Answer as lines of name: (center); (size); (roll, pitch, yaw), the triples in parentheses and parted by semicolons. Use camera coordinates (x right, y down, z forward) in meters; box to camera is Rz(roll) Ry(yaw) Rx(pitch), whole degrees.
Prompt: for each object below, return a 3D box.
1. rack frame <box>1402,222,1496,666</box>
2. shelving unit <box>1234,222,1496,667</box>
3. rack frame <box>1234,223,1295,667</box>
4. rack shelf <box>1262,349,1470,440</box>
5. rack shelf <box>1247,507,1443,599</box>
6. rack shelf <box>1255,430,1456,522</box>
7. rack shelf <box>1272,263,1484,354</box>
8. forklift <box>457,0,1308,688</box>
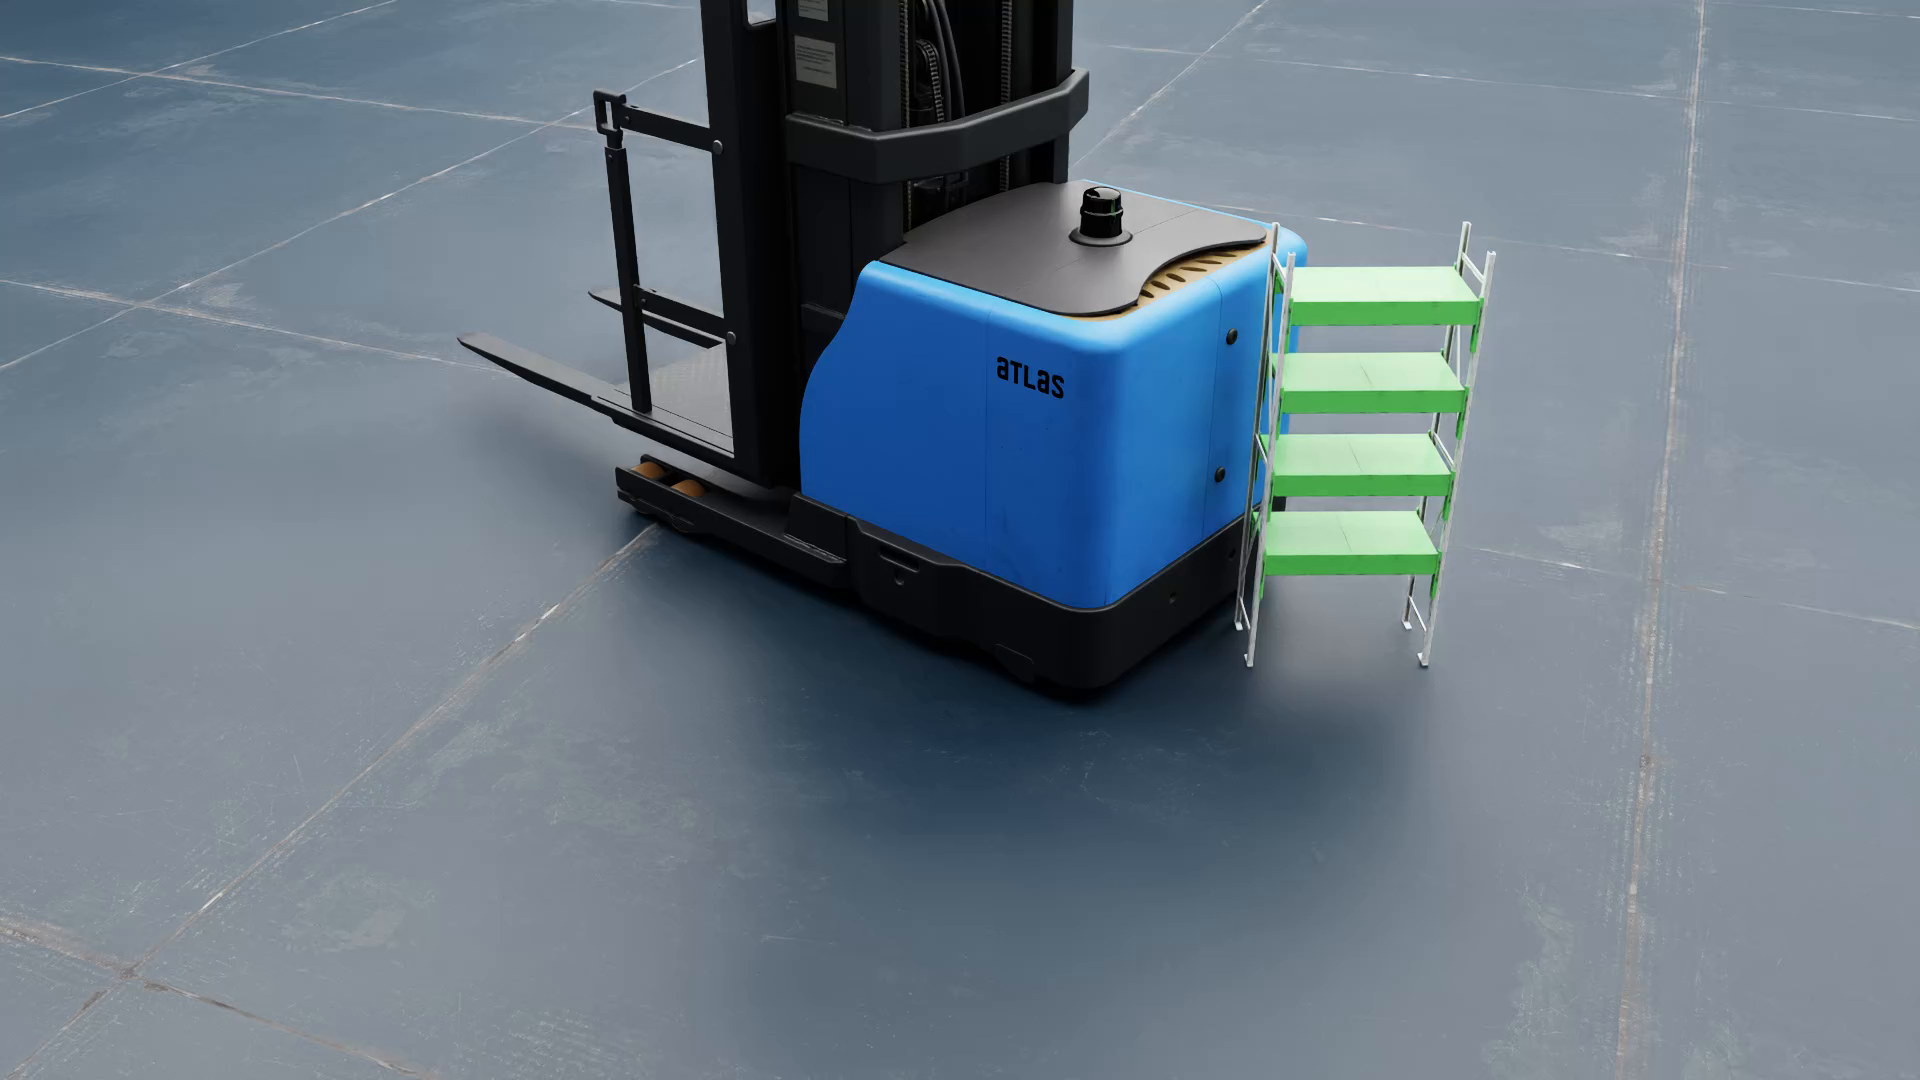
rack frame: (1.294, -0.231, 4.439); (0.015, 1.200, 0.240); (0, 29, -1)
shelving unit: (1.050, -0.230, 4.437); (0.503, 1.200, 0.258); (0, 29, -1)
rack frame: (0.806, -0.228, 4.435); (0.015, 1.200, 0.240); (0, 29, -1)
rack shelf: (1.050, -0.383, 4.350); (0.480, 0.148, 0.258); (0, 29, -1)
rack shelf: (1.050, 0.035, 4.586); (0.480, 0.148, 0.258); (0, 29, -1)
rack shelf: (1.050, -0.174, 4.468); (0.480, 0.148, 0.258); (0, 29, -1)
rack shelf: (1.050, -0.592, 4.232); (0.480, 0.148, 0.258); (0, 29, -1)
forklift: (-0.480, -1.475, 4.880); (3.031, 2.935, 1.130); (22, 36, 34)
